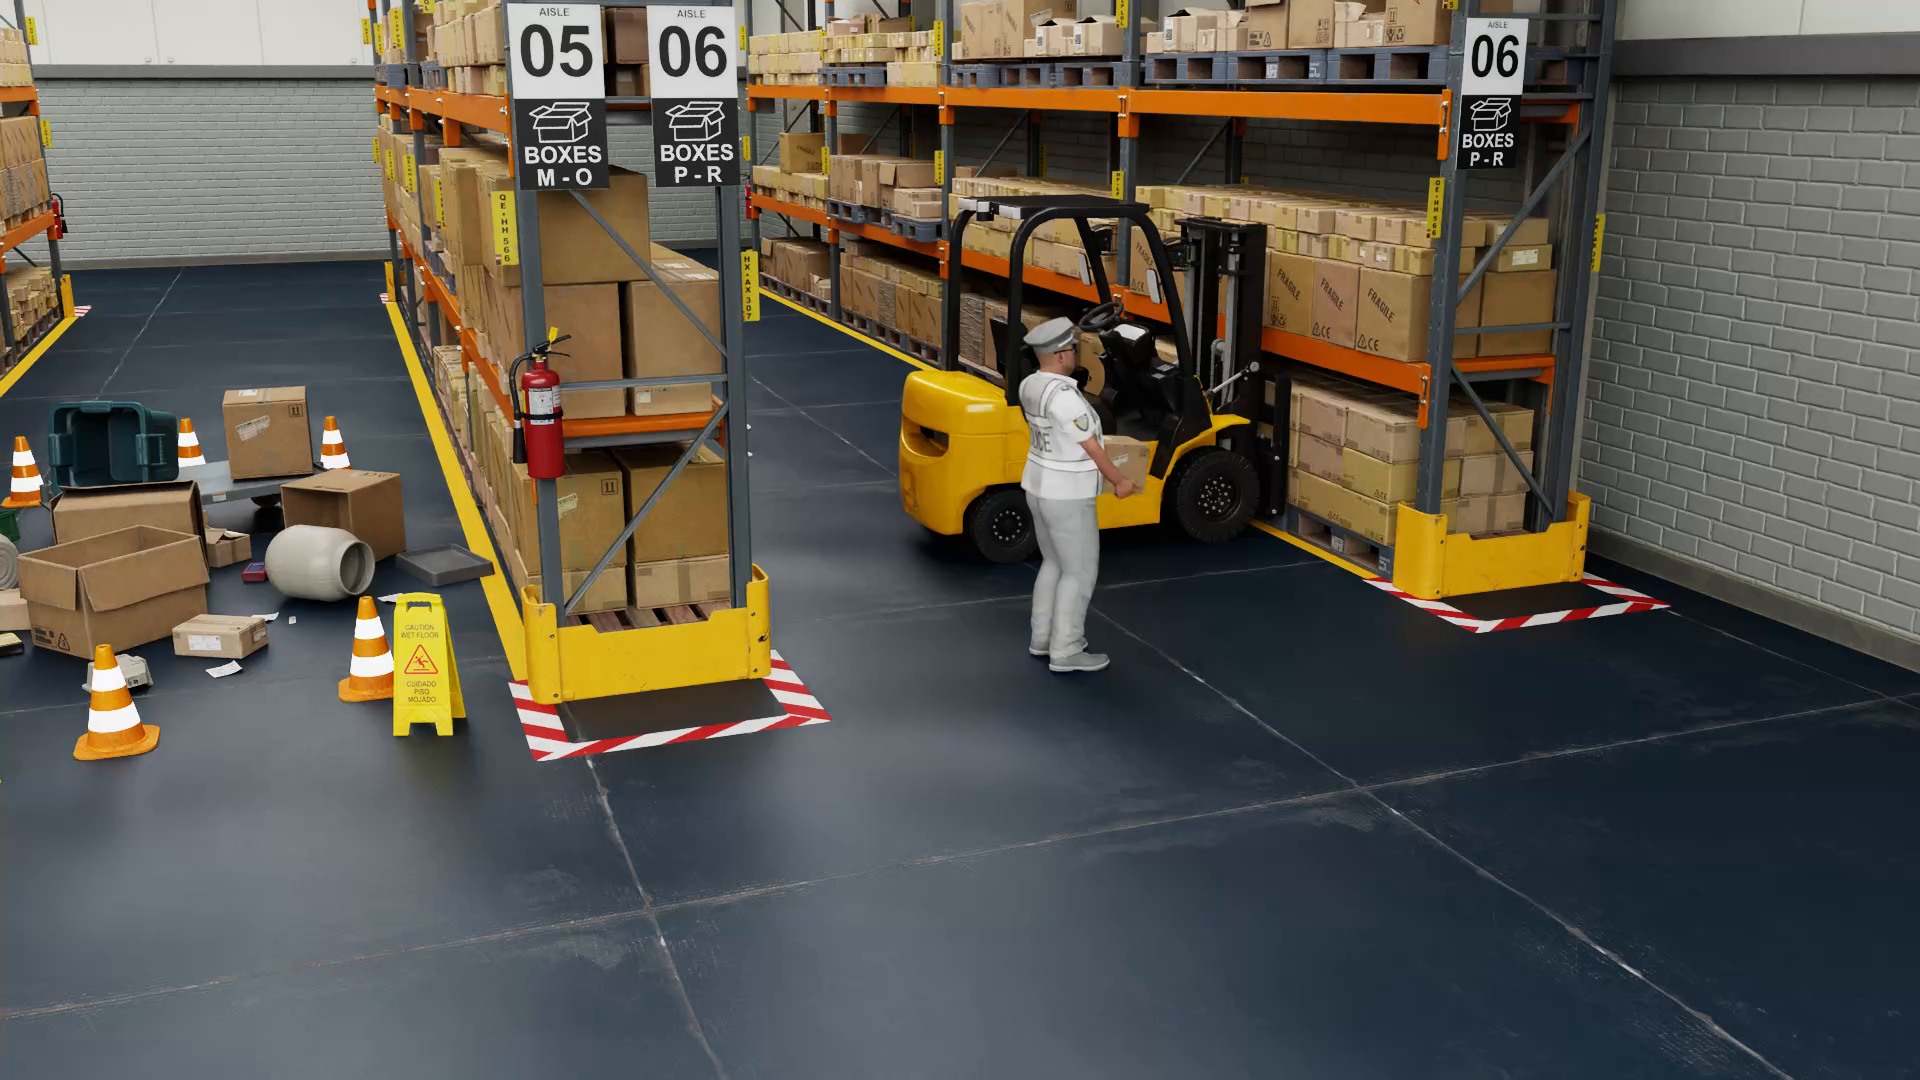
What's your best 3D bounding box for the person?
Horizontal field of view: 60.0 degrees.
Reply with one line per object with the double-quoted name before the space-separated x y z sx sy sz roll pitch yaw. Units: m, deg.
"person" 0.591 -0.241 8.355 0.560 1.766 0.495 -5 16 -19
